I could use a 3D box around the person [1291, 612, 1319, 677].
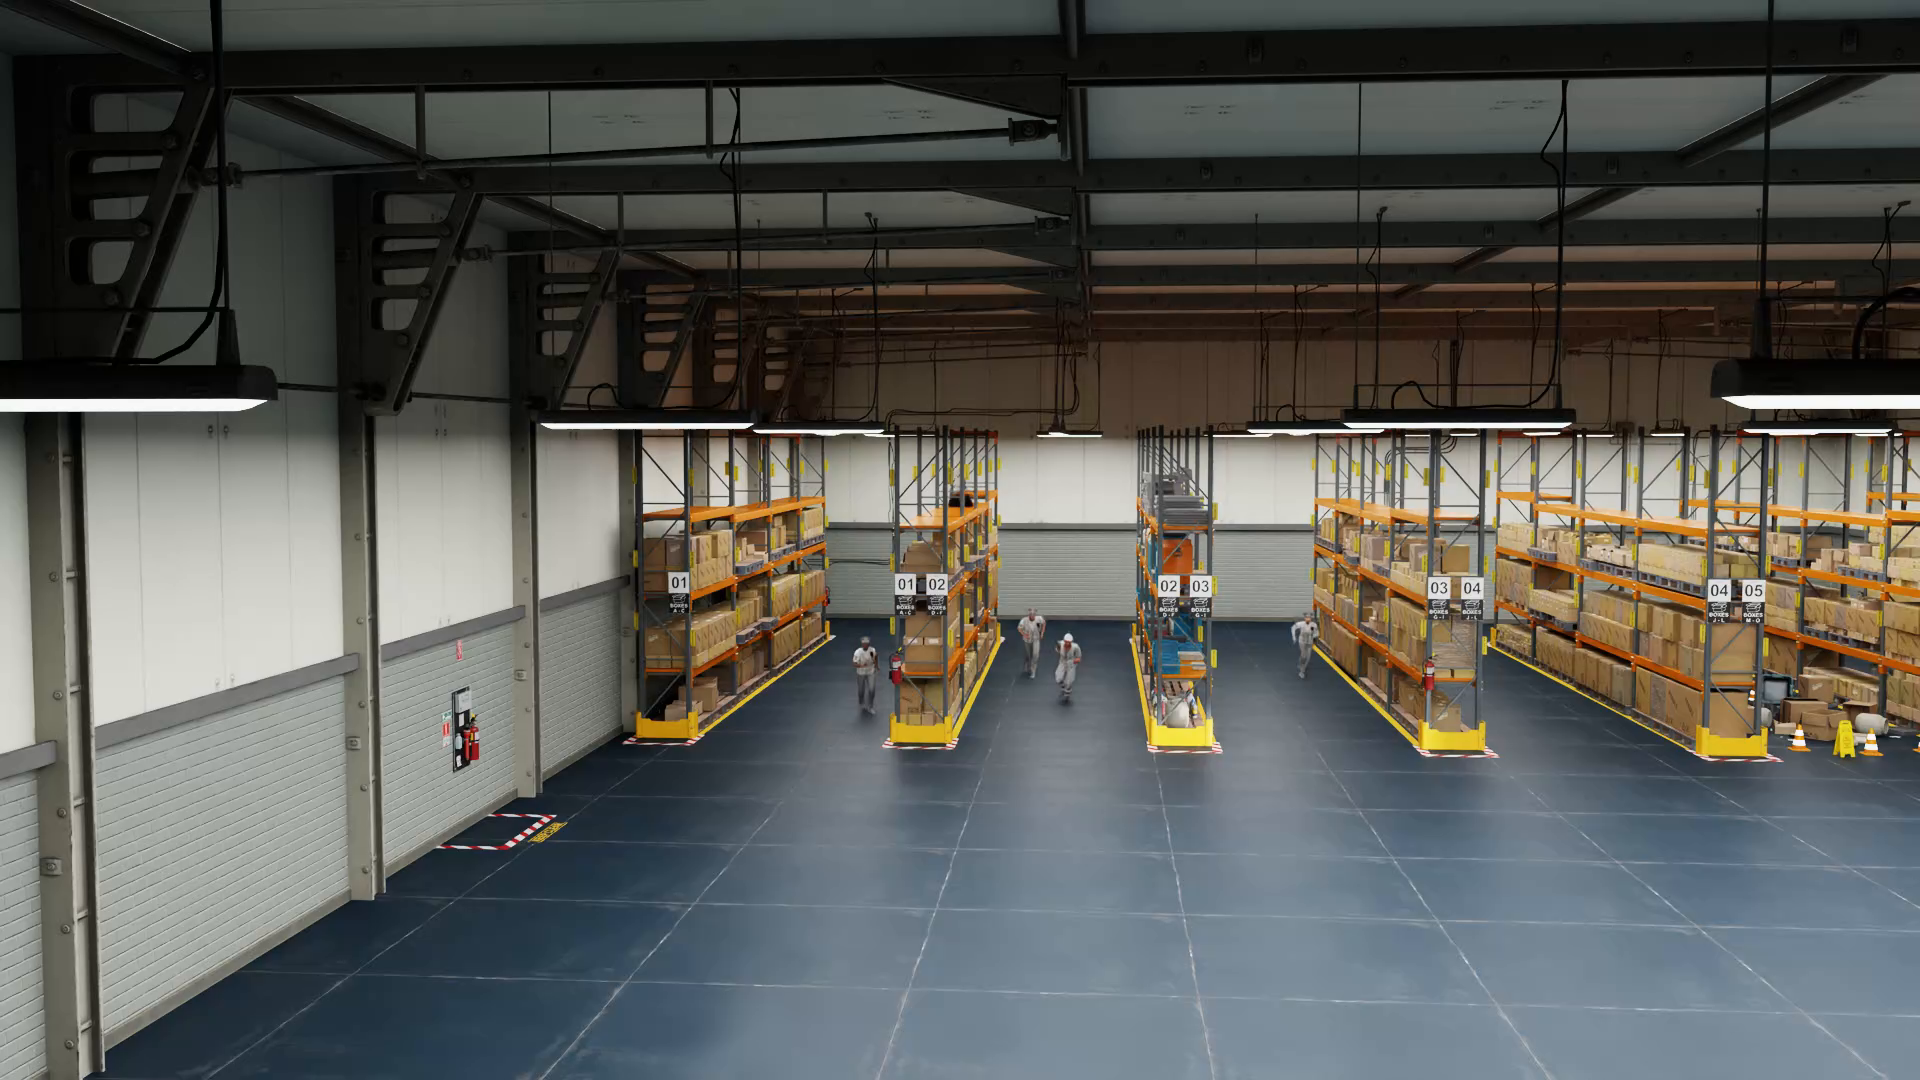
[{"bbox_3d":[8.315,2.519,39.998,0.562,1.614,0.684,0,3,-7],"label":"person"}]

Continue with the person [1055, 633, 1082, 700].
[{"bbox_3d":[2.332,2.762,36.258,0.704,1.529,1.008,1,4,16],"label":"person"}]

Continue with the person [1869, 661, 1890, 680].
[{"bbox_3d":[21.204,2.579,38.296,0.700,1.712,0.688,0,3,-1],"label":"person"}]

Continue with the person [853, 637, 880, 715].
[{"bbox_3d":[-1.960,2.820,34.823,0.578,1.655,0.961,-1,3,-9],"label":"person"}]

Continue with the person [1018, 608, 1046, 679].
[{"bbox_3d":[1.721,2.476,40.408,0.704,1.737,1.023,-1,3,-9],"label":"person"}]
